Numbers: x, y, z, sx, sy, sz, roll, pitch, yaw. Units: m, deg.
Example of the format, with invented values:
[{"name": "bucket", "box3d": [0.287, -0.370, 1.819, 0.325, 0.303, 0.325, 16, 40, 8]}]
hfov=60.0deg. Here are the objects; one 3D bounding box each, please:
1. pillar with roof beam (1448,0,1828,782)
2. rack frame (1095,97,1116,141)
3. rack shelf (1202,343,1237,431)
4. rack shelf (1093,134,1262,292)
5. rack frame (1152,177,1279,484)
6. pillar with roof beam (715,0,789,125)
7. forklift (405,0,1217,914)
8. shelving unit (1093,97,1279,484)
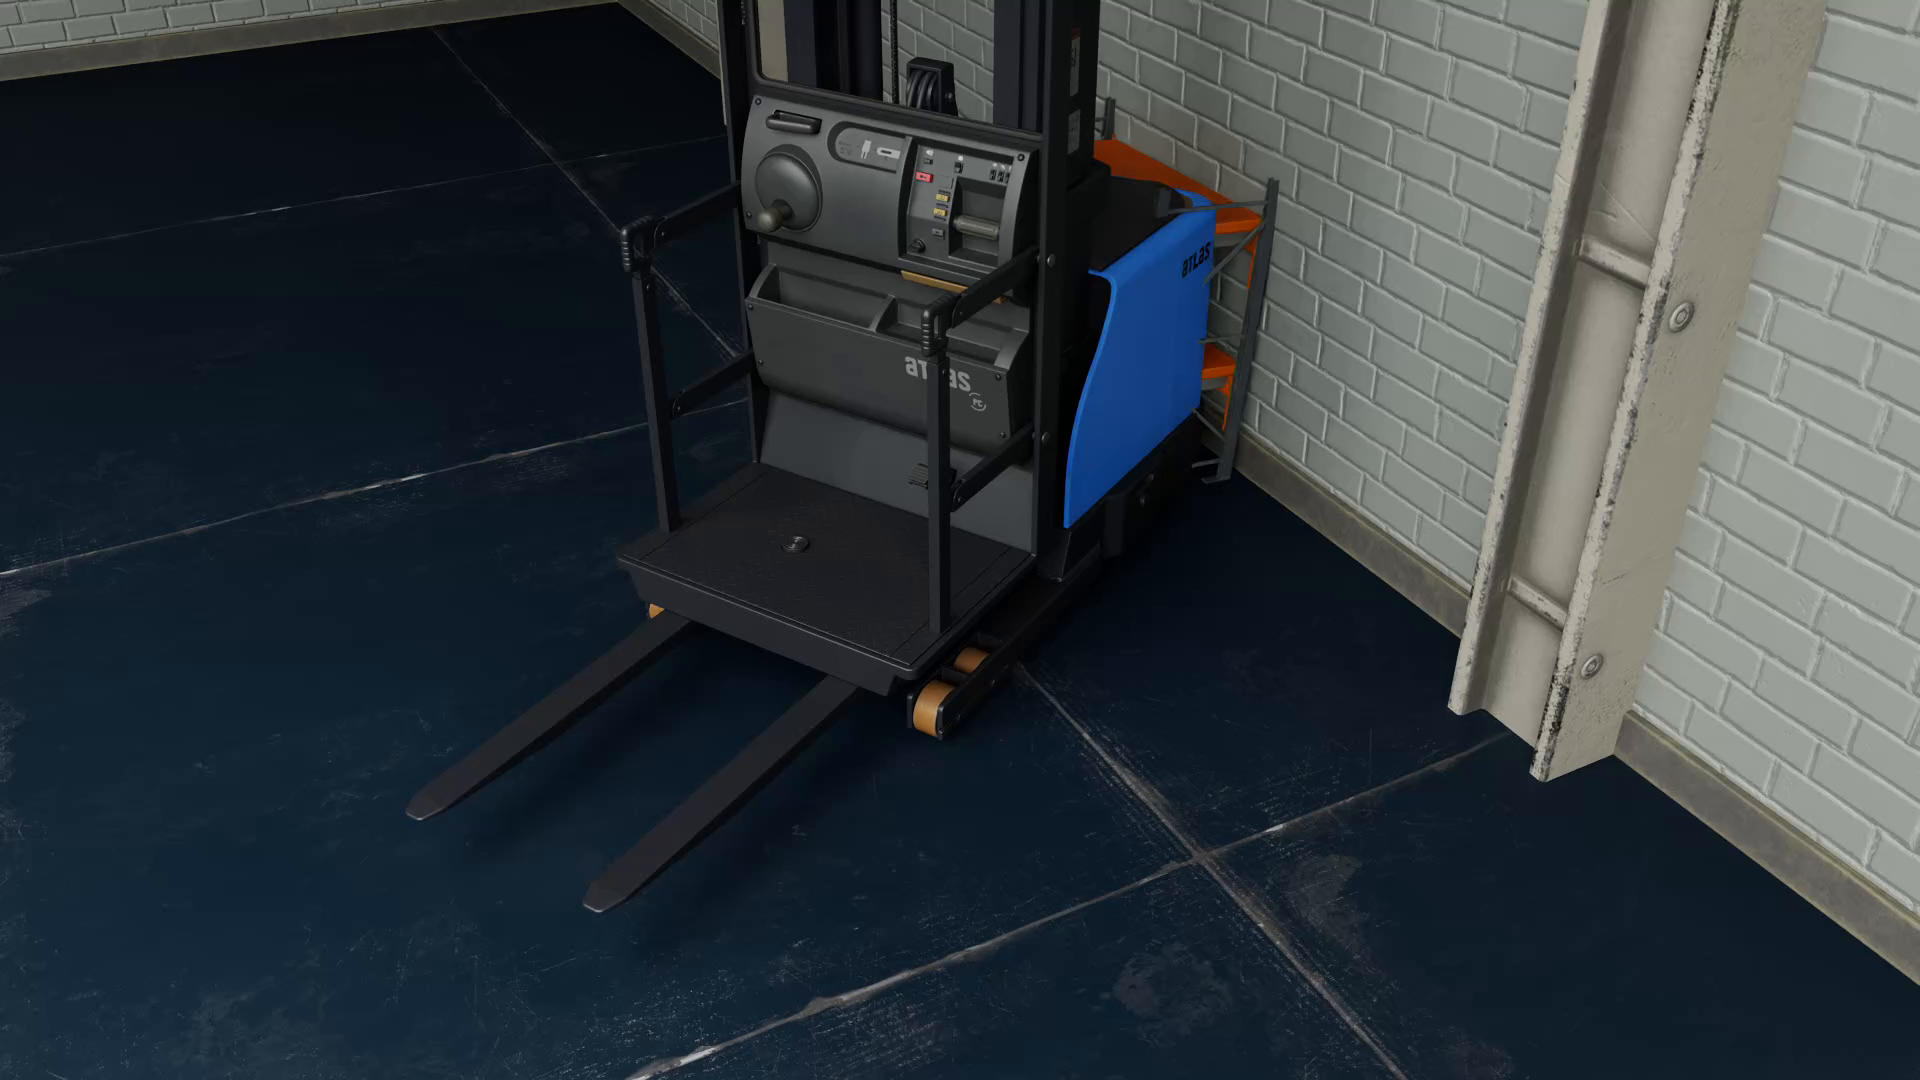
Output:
[{"name": "pillar with roof beam", "box3d": [-2.124, -2.156, 0.773, 9.100, 9.000, 0.400, -16, 36, -23]}, {"name": "rack frame", "box3d": [0.334, -1.150, 6.487, 0.500, 1.125, 0.032, -11, 33, -26]}, {"name": "rack shelf", "box3d": [0.552, -0.702, 6.224, 0.538, 0.278, 1.000, -11, 33, -26]}, {"name": "rack shelf", "box3d": [0.595, -1.169, 5.962, 0.538, 0.278, 1.000, -11, 33, -26]}, {"name": "rack frame", "box3d": [0.810, -0.678, 5.723, 0.500, 1.125, 0.032, -11, 33, -26]}, {"name": "pillar with roof beam", "box3d": [-4.922, -5.019, 5.243, 9.100, 9.000, 0.400, -16, 36, -23]}, {"name": "forklift", "box3d": [-0.335, -0.946, 4.510, 1.130, 2.935, 3.031, 19, 37, 27]}, {"name": "shelving unit", "box3d": [0.572, -0.914, 6.105, 0.538, 1.125, 1.048, -11, 33, -26]}]
